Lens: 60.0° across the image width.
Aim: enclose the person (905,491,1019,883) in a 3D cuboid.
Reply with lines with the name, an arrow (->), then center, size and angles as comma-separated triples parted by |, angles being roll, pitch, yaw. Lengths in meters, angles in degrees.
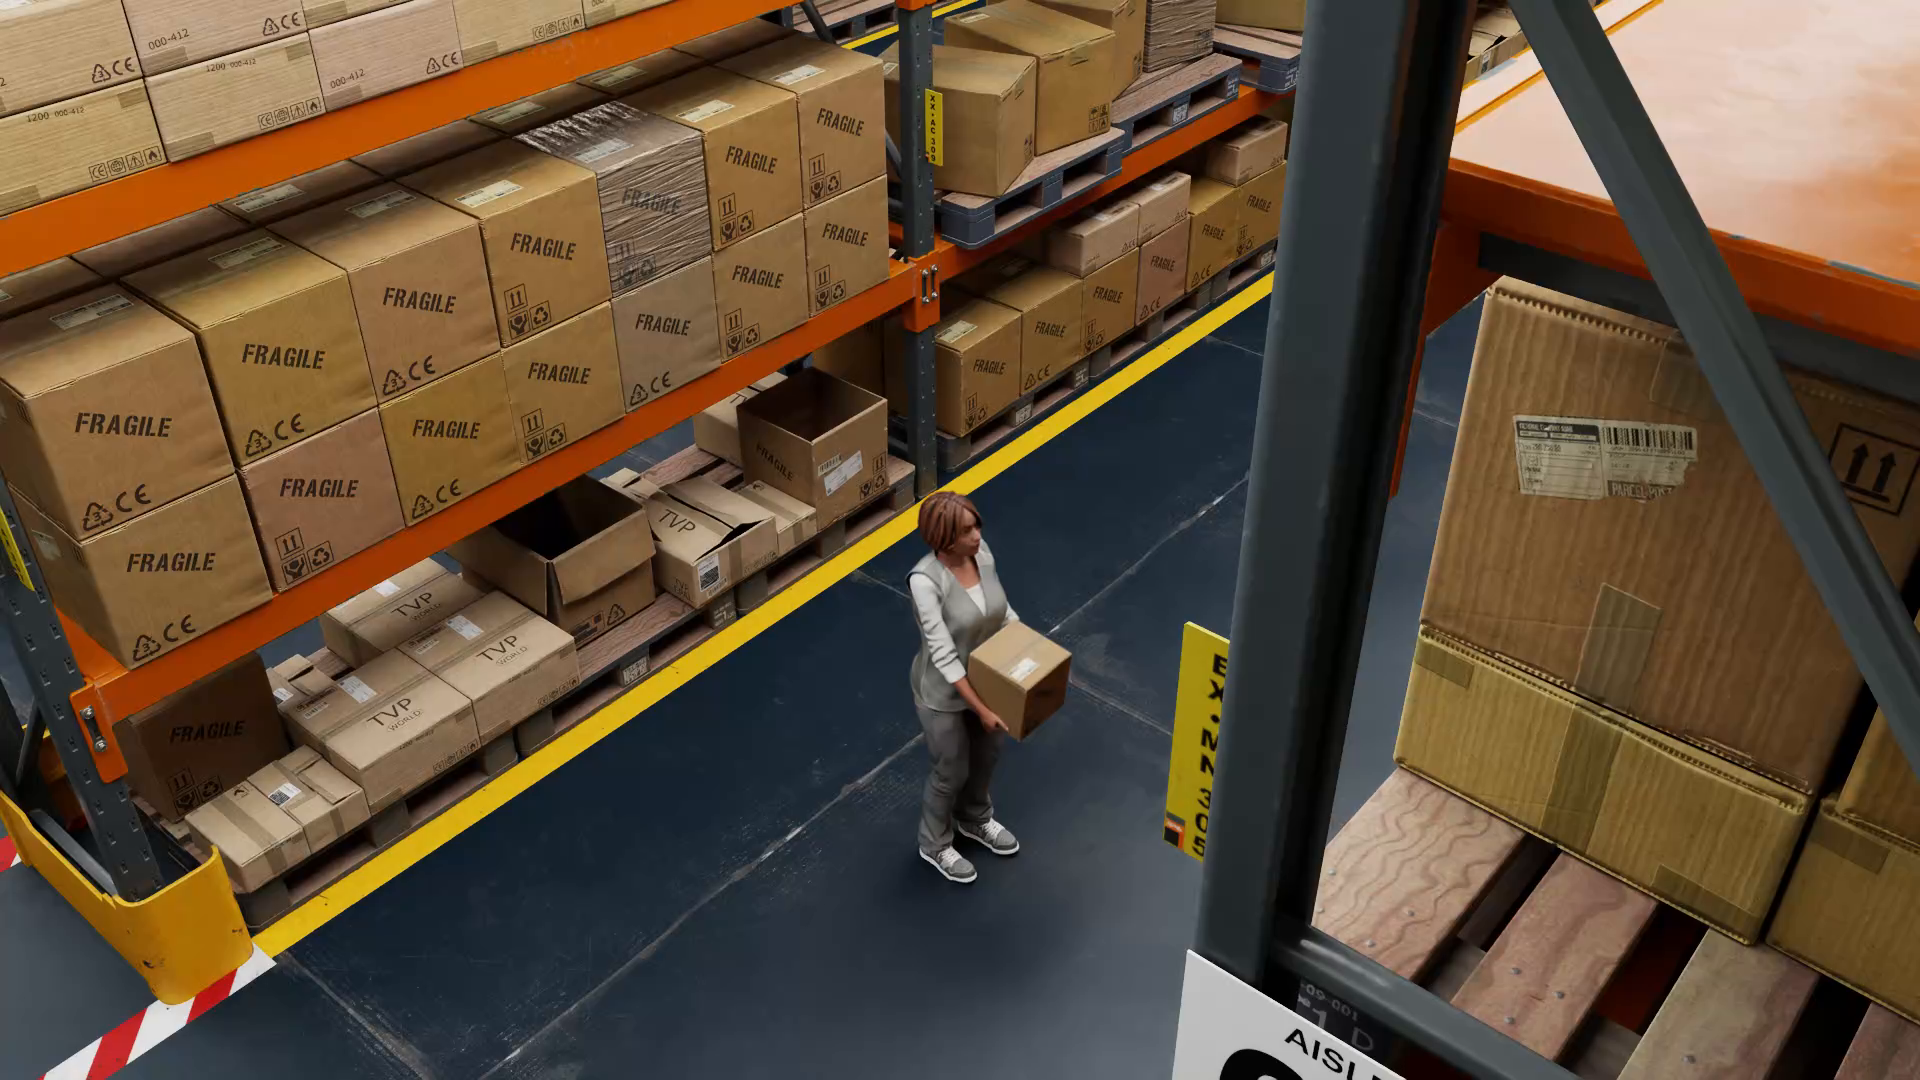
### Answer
person -> 0.065, 0.552, 5.884 | 0.495, 1.589, 0.408 | 26, 43, 31
